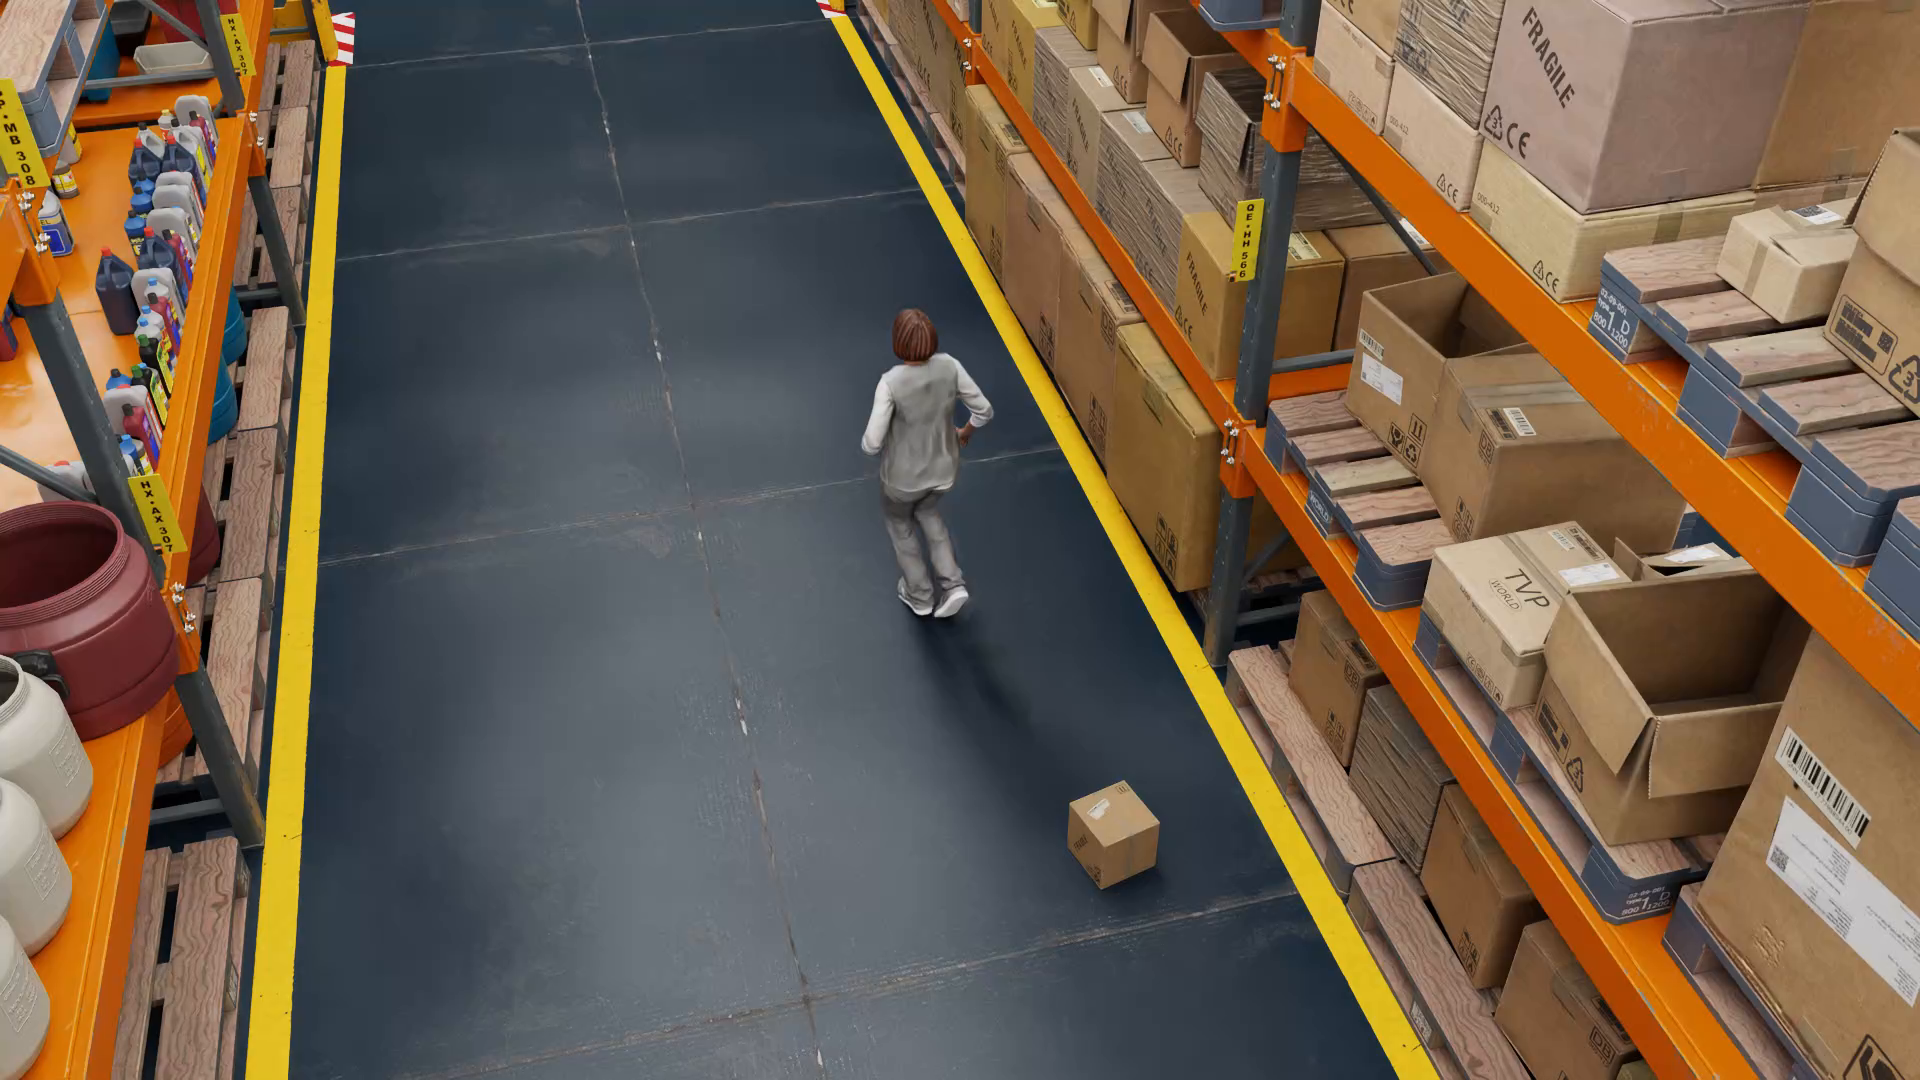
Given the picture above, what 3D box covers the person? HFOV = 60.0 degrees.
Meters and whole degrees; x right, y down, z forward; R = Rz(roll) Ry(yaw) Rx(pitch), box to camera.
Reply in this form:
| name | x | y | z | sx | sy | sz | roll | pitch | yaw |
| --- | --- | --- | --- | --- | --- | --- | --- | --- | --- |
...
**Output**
| name | x | y | z | sx | sy | sz | roll | pitch | yaw |
| --- | --- | --- | --- | --- | --- | --- | --- | --- | --- |
| person | -0.162 | -0.305 | 7.139 | 0.567 | 1.567 | 0.491 | -18 | 42 | -21 |
